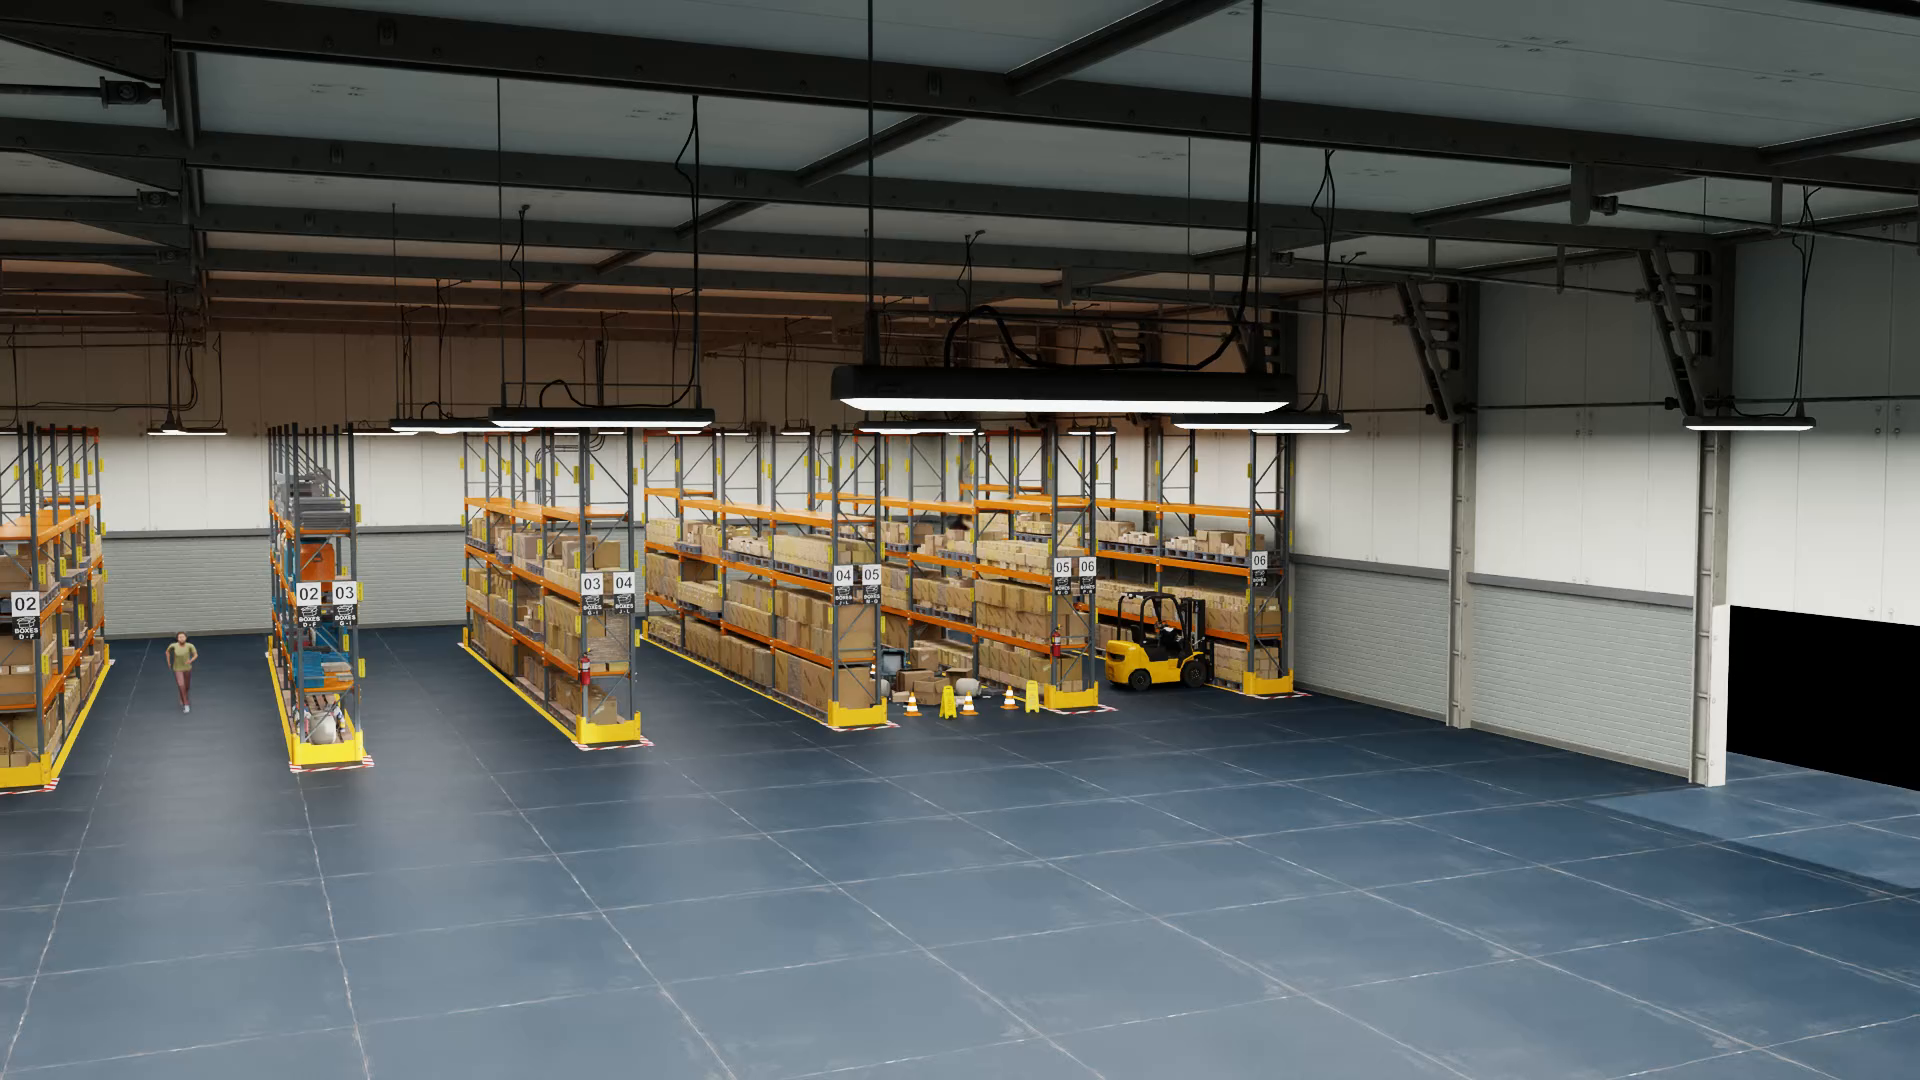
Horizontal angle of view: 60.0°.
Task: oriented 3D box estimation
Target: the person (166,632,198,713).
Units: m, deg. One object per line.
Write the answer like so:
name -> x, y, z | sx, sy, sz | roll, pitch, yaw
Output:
person -> -16.388, 2.750, 35.055 | 0.599, 1.664, 1.008 | -2, 4, -29

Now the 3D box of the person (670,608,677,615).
person -> -8.362, 1.923, 49.271 | 0.519, 1.609, 0.604 | 1, 4, 10

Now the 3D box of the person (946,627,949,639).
person -> -0.623, 2.063, 46.533 | 0.610, 1.676, 0.857 | -1, 4, -22
